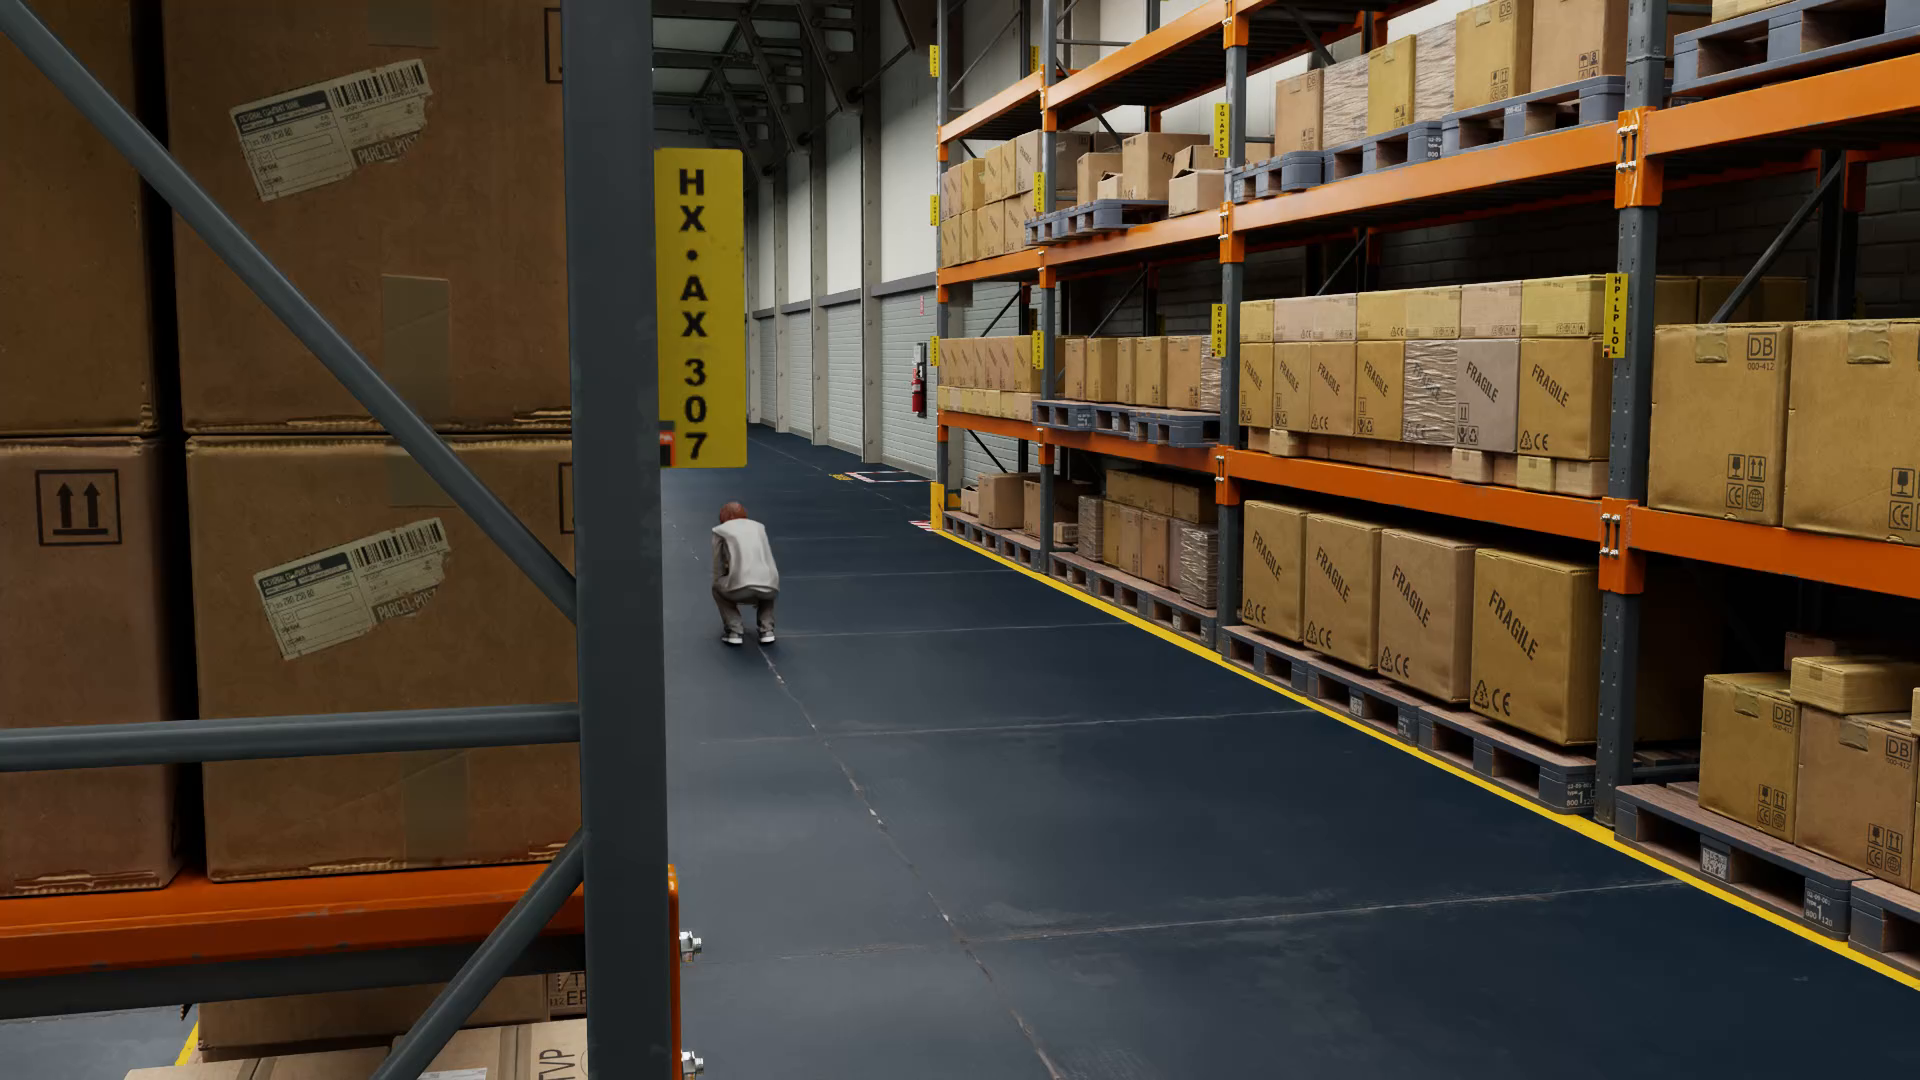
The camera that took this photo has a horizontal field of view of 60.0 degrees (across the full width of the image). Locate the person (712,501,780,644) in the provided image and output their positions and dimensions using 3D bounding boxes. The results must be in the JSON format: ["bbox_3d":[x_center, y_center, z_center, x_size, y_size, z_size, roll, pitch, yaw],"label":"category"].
[{"bbox_3d":[-1.432,0.215,11.083,0.426,0.913,0.818,-2,7,-15],"label":"person"}]
